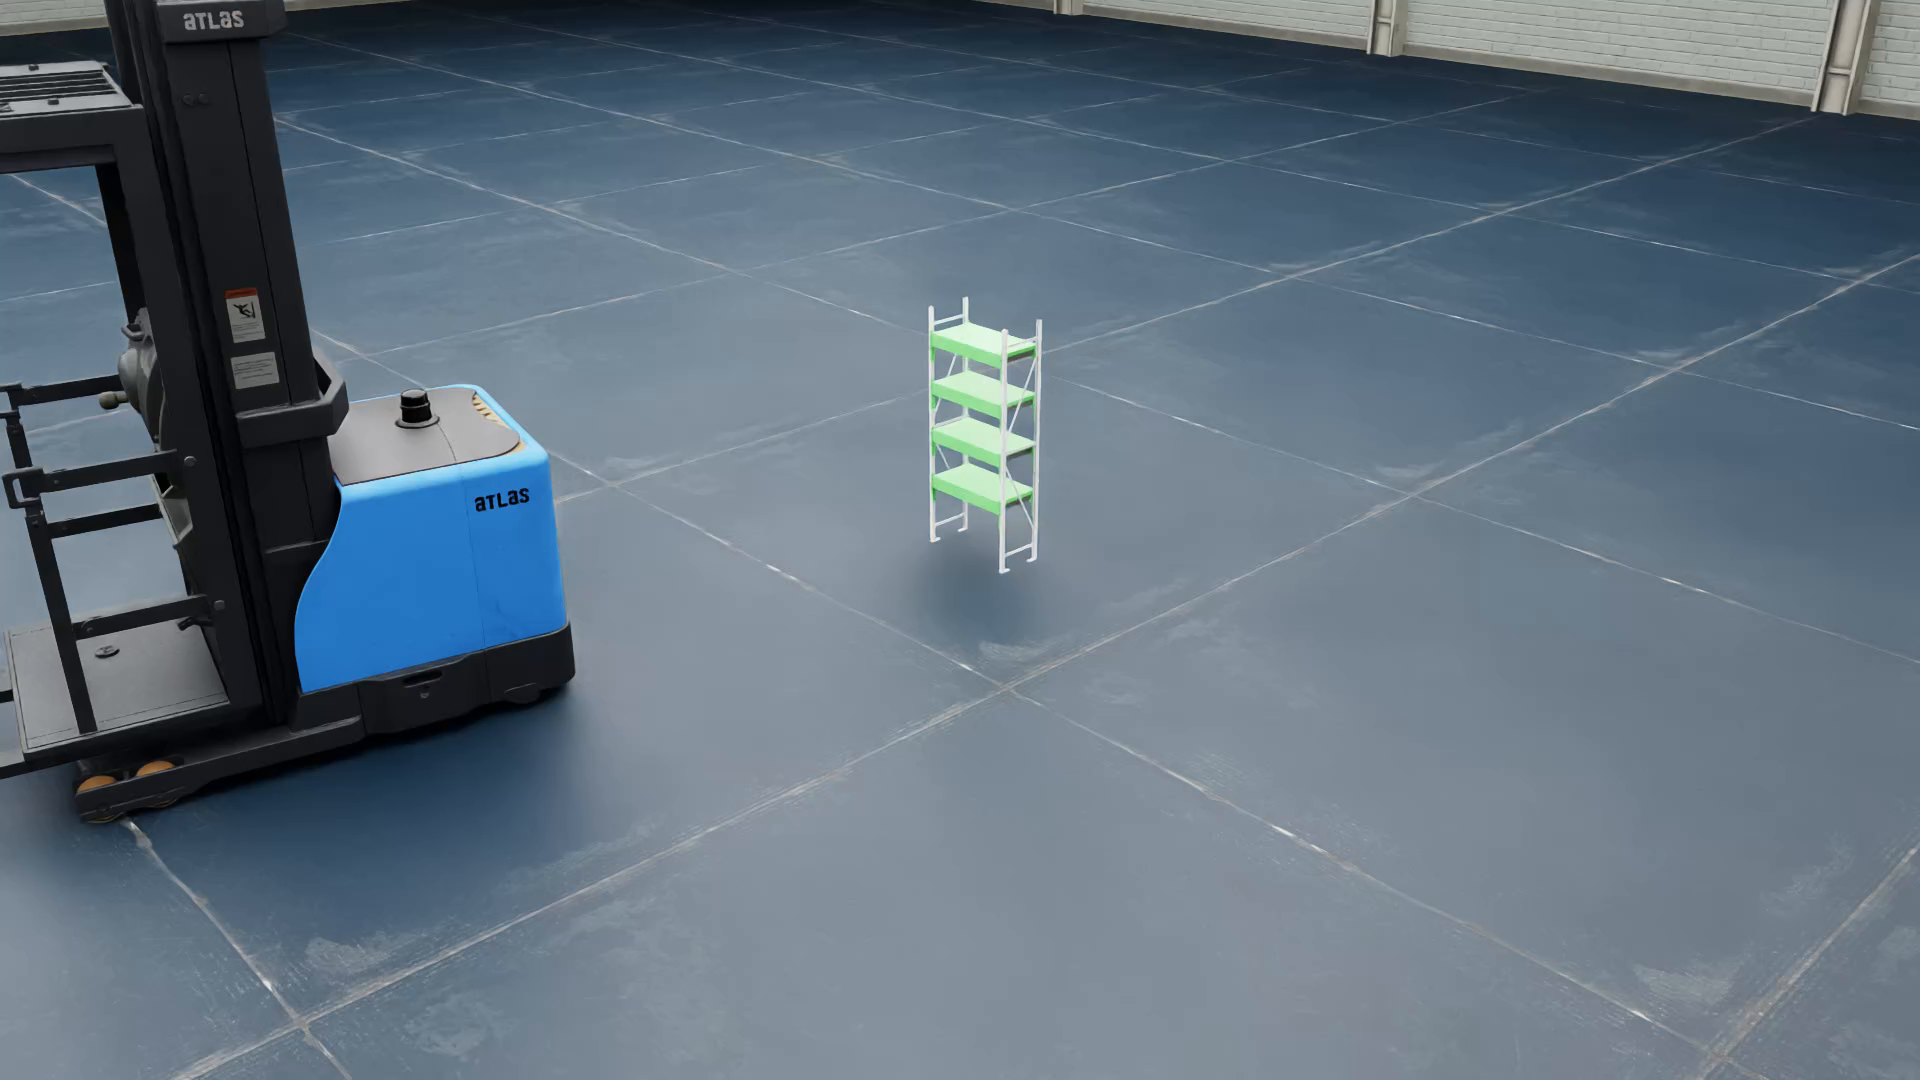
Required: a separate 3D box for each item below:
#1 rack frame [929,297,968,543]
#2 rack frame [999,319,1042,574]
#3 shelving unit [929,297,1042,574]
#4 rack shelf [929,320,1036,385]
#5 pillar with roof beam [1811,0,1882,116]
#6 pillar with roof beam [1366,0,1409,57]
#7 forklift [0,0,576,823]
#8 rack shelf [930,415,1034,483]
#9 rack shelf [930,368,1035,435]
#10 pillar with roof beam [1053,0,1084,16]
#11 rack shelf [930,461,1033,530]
[{"bbox_3d":[-0.054,-0.570,8.053,0.240,1.200,0.015,-21,32,-38],"label":"rack frame"},{"bbox_3d":[0.280,-0.422,7.729,0.240,1.200,0.015,-21,32,-38],"label":"rack frame"},{"bbox_3d":[0.113,-0.496,7.891,0.258,1.200,0.503,-21,32,-38],"label":"shelving unit"},{"bbox_3d":[0.113,-0.874,7.718,0.258,0.148,0.480,-21,32,-38],"label":"rack shelf"},{"bbox_3d":[6.818,-7.757,14.412,9.100,9.000,0.400,-21,32,-38],"label":"pillar with roof beam"},{"bbox_3d":[2.717,-9.575,18.396,9.100,9.000,0.400,-21,32,-38],"label":"pillar with roof beam"},{"bbox_3d":[-3.117,-0.561,5.949,3.031,2.935,1.130,-14,28,-28],"label":"forklift"},{"bbox_3d":[0.113,-0.438,7.918,0.258,0.148,0.480,-21,32,-38],"label":"rack shelf"},{"bbox_3d":[0.113,-0.656,7.818,0.258,0.148,0.480,-21,32,-38],"label":"rack shelf"},{"bbox_3d":[-1.384,-11.393,22.381,9.100,9.000,0.400,-21,32,-38],"label":"pillar with roof beam"},{"bbox_3d":[0.113,-0.219,8.017,0.258,0.148,0.480,-21,32,-38],"label":"rack shelf"}]
